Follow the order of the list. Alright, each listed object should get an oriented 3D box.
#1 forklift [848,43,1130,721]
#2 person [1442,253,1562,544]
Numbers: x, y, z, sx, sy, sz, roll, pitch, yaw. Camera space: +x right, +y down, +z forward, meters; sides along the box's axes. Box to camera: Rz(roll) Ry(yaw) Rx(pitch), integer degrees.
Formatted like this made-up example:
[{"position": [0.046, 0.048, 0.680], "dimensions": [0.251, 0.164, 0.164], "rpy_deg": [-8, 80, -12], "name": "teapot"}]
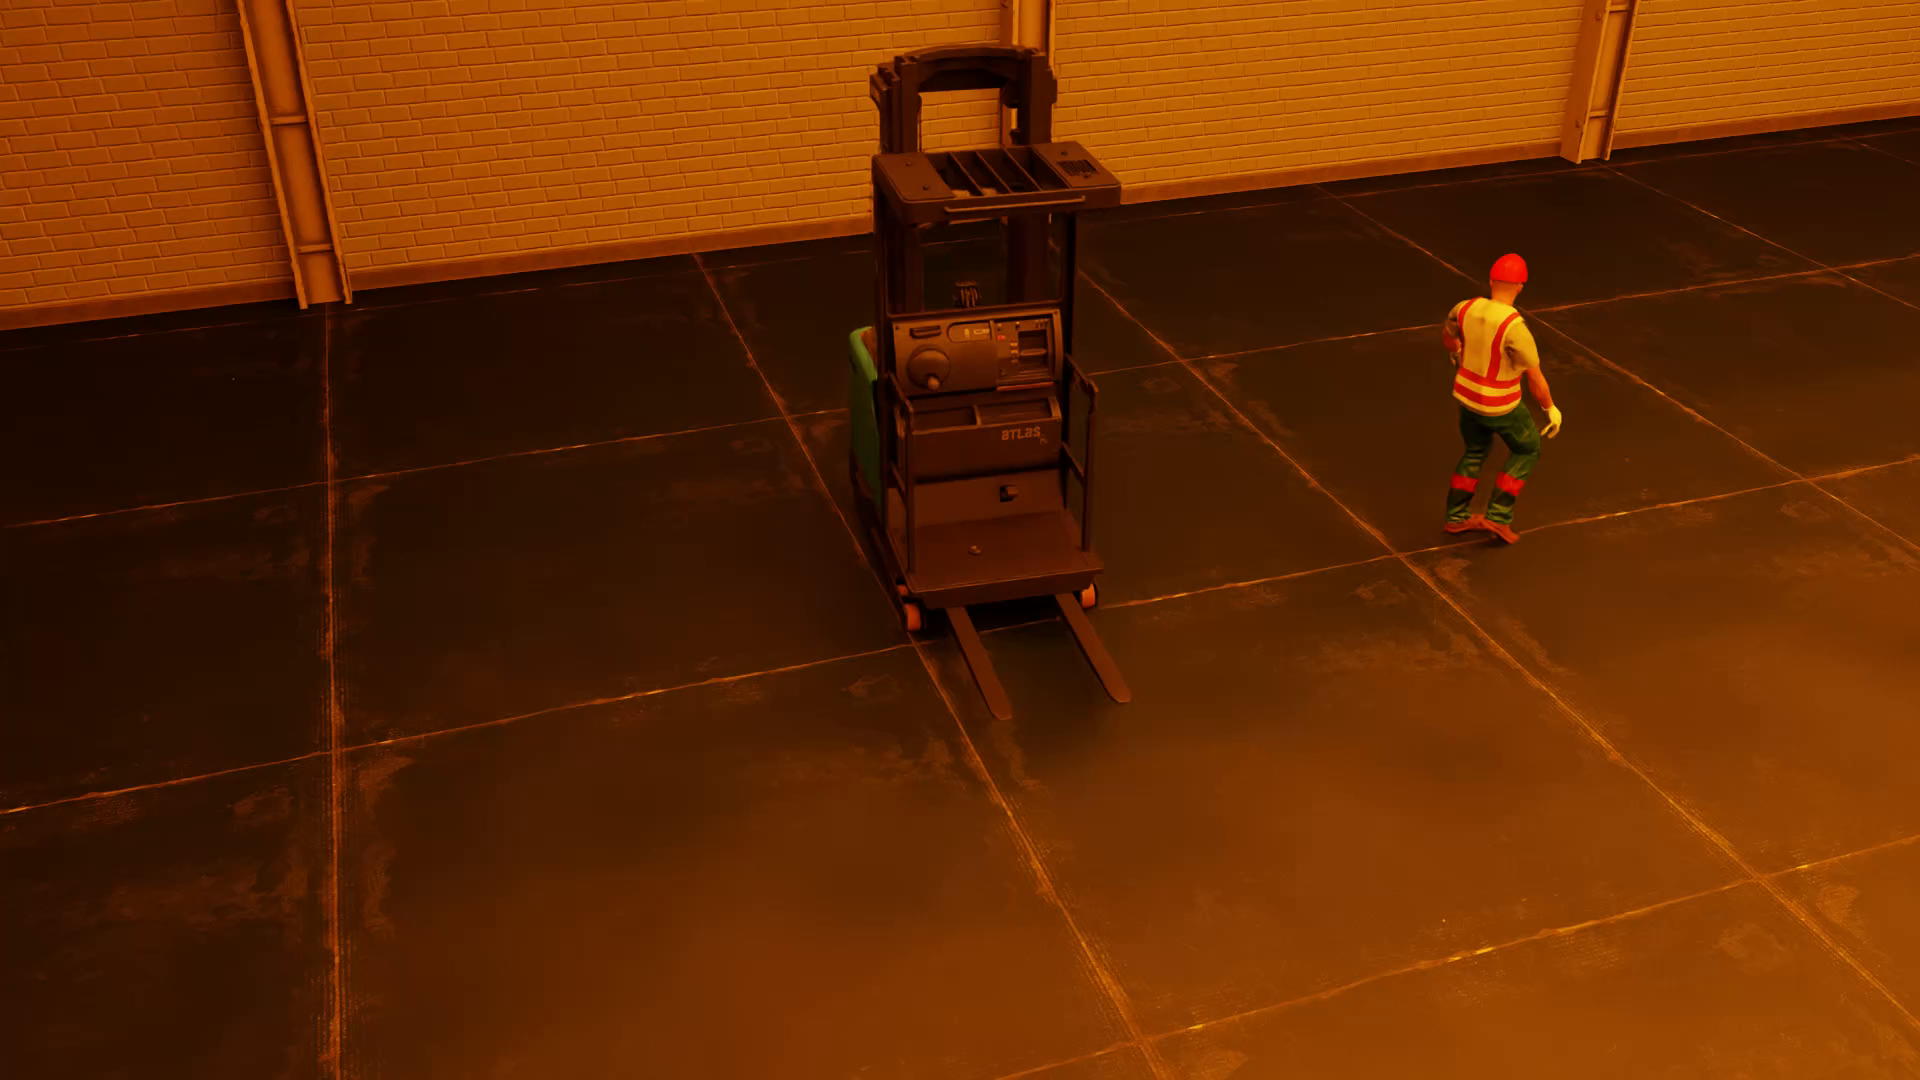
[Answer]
[{"position": [0.152, -0.975, 8.782], "dimensions": [1.130, 2.935, 3.031], "rpy_deg": [-7, 31, -12], "name": "forklift"}, {"position": [3.110, -0.826, 9.726], "dimensions": [0.483, 1.786, 0.898], "rpy_deg": [-14, 33, -23], "name": "person"}]
